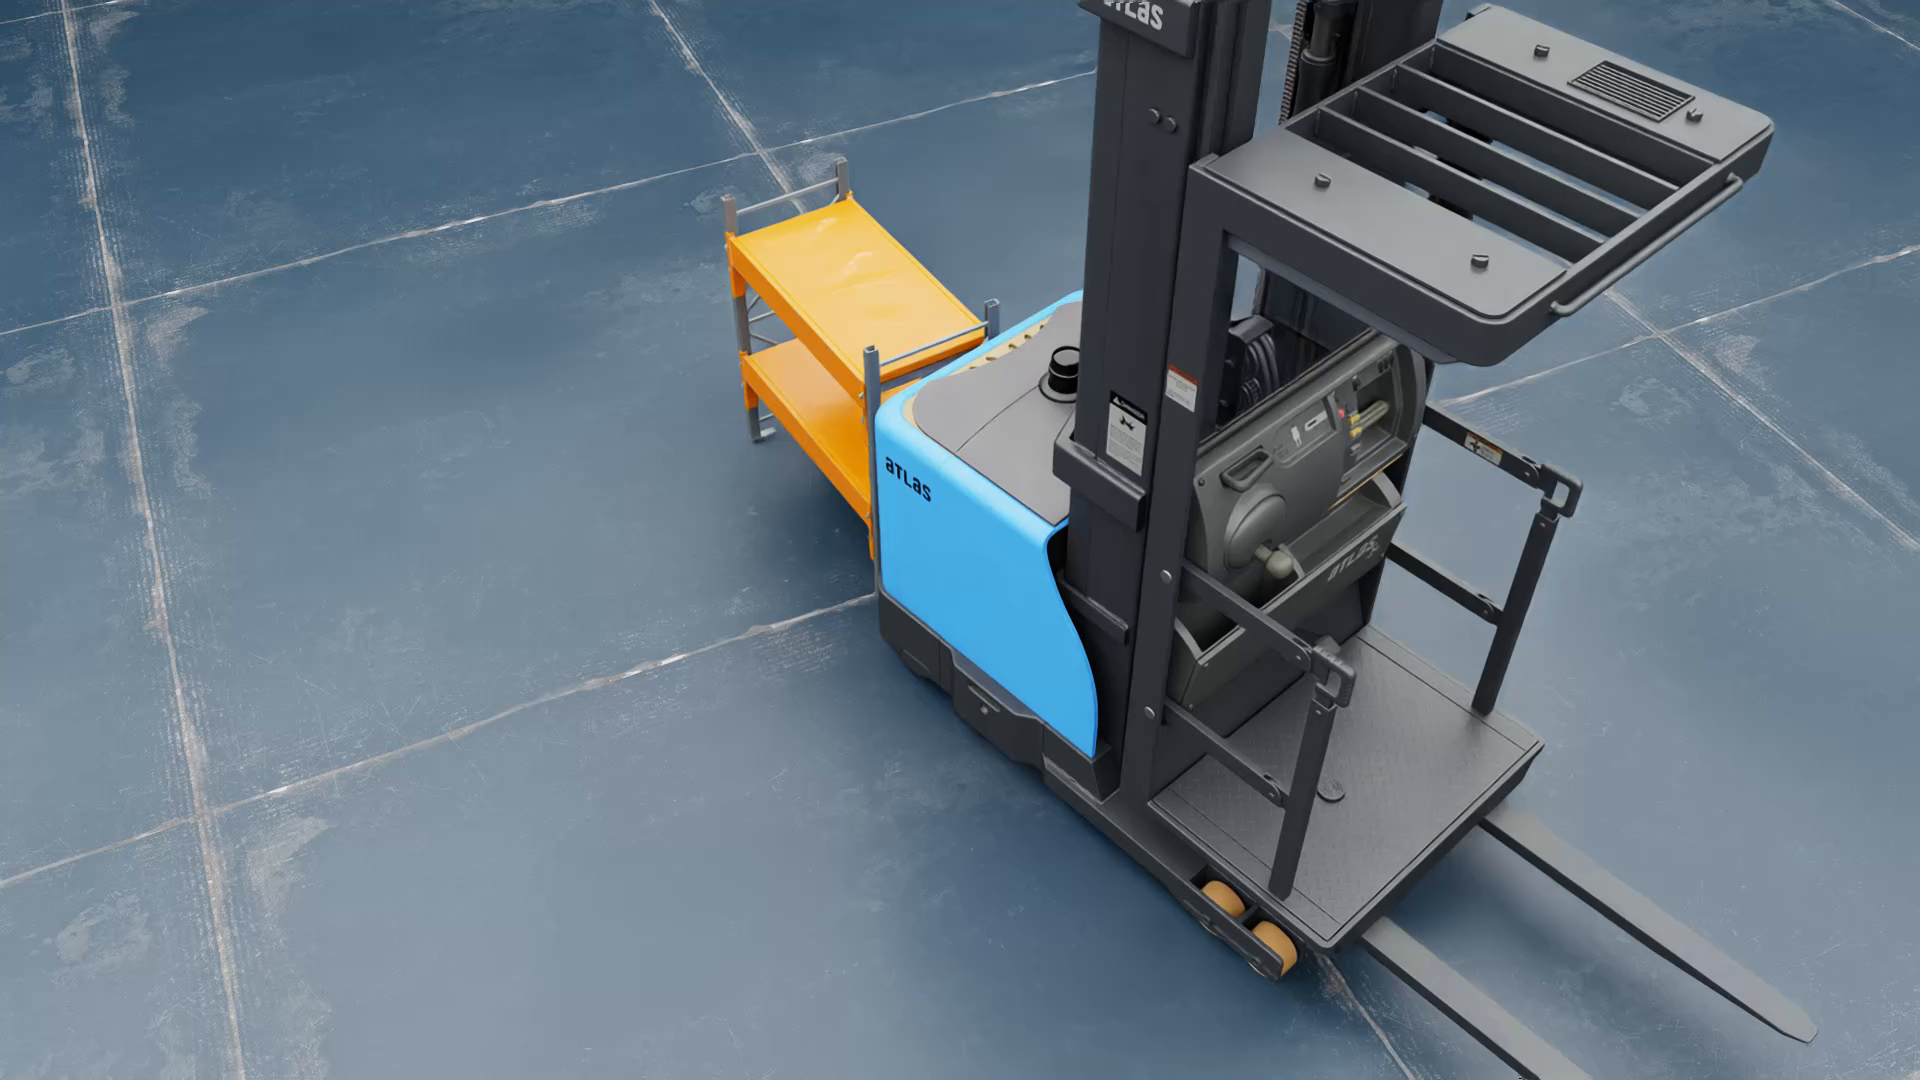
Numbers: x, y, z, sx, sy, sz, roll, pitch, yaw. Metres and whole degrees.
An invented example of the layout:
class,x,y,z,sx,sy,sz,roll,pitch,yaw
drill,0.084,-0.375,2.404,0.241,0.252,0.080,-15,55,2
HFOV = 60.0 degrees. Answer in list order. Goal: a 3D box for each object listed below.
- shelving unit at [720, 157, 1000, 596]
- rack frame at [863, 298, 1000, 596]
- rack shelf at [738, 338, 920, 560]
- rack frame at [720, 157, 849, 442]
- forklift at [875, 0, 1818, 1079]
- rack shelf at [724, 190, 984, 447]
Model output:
class,x,y,z,sx,sy,sz,roll,pitch,yaw
shelving unit,-0.358,-0.593,6.050,0.538,1.125,1.048,-24,49,-22
rack frame,-0.088,-0.291,5.744,0.500,1.125,0.032,-24,49,-22
rack shelf,-0.358,-0.419,6.222,0.538,0.278,1.000,-24,49,-22
rack frame,-0.628,-0.896,6.357,0.500,1.125,0.032,-24,49,-22
forklift,1.088,-0.159,4.324,1.130,2.935,3.031,-33,53,-29
rack shelf,-0.358,-0.801,5.845,0.538,0.278,1.000,-24,49,-22
